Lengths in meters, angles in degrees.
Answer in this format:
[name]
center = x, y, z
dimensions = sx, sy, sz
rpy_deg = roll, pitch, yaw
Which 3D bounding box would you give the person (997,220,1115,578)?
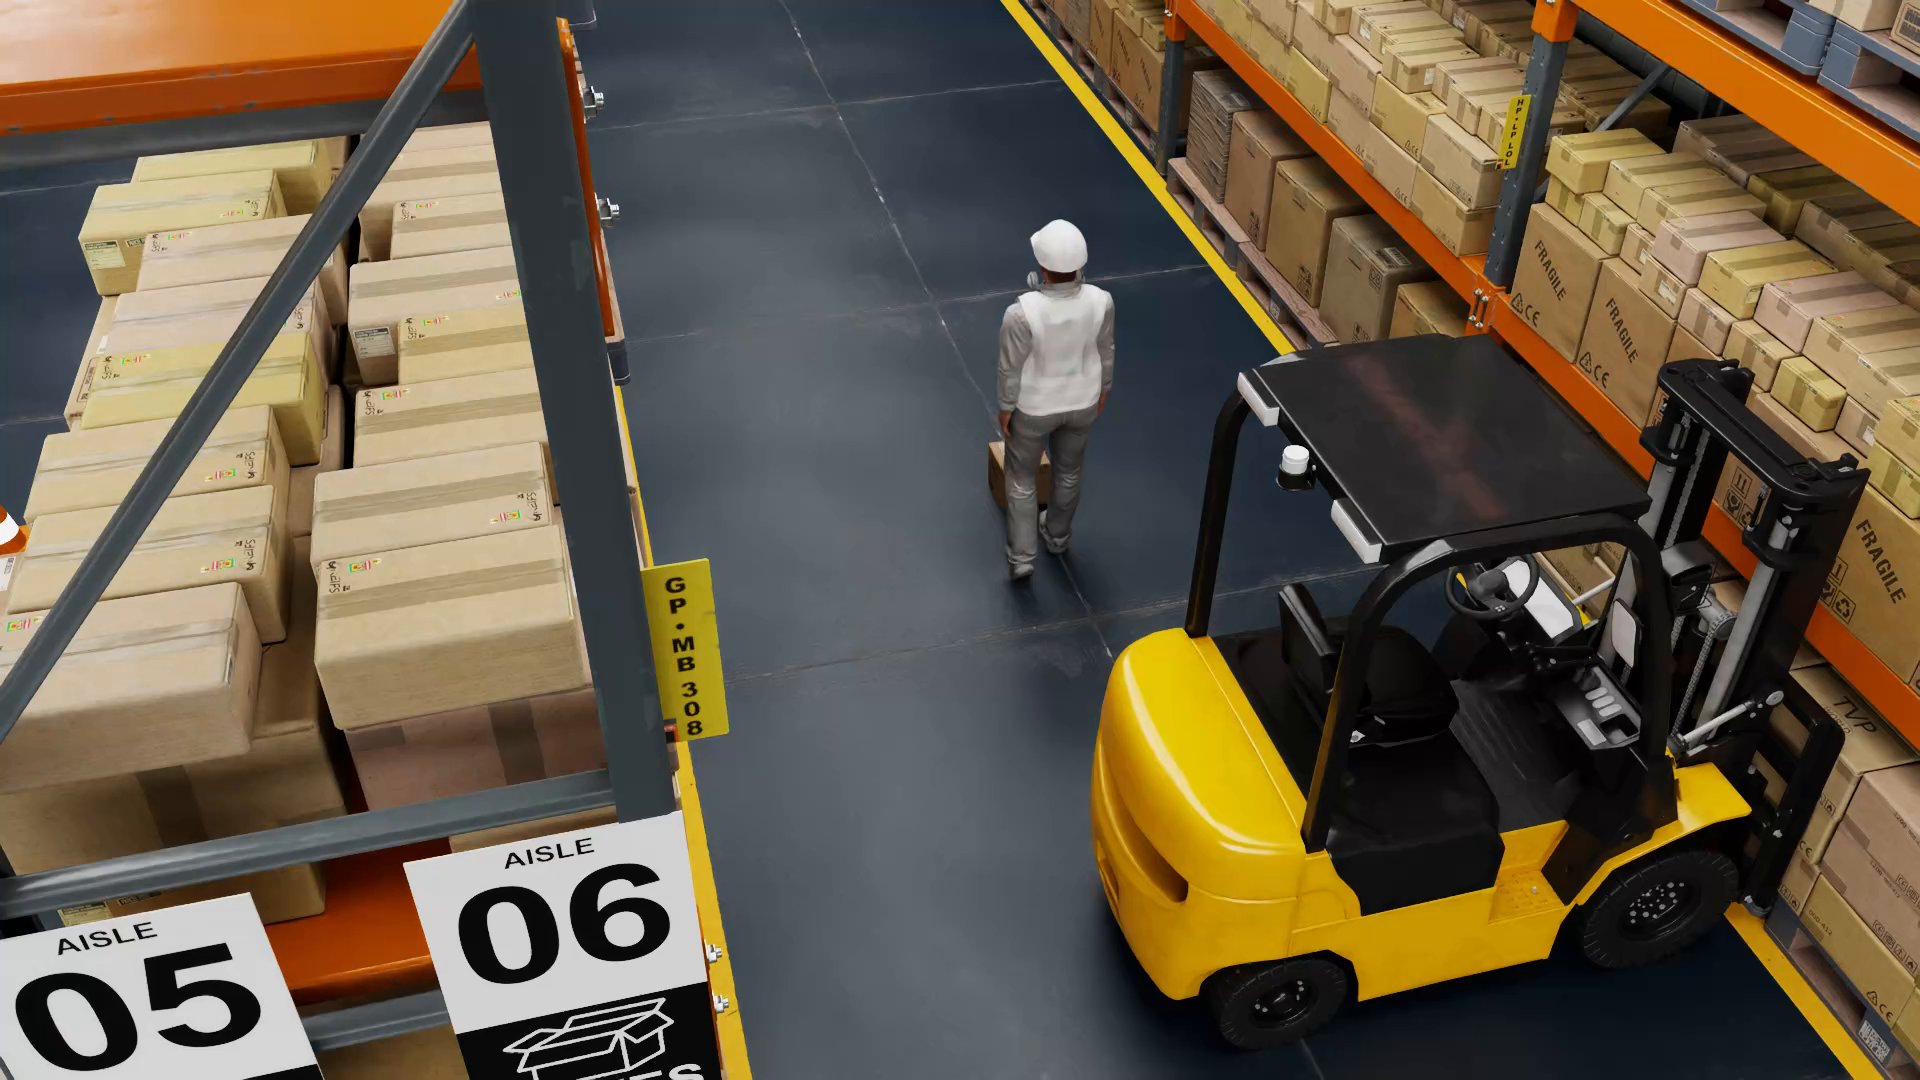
[person]
center = 0.417, -0.618, 7.553
dimensions = 0.556, 1.858, 0.484
rpy_deg = -9, 39, -12
